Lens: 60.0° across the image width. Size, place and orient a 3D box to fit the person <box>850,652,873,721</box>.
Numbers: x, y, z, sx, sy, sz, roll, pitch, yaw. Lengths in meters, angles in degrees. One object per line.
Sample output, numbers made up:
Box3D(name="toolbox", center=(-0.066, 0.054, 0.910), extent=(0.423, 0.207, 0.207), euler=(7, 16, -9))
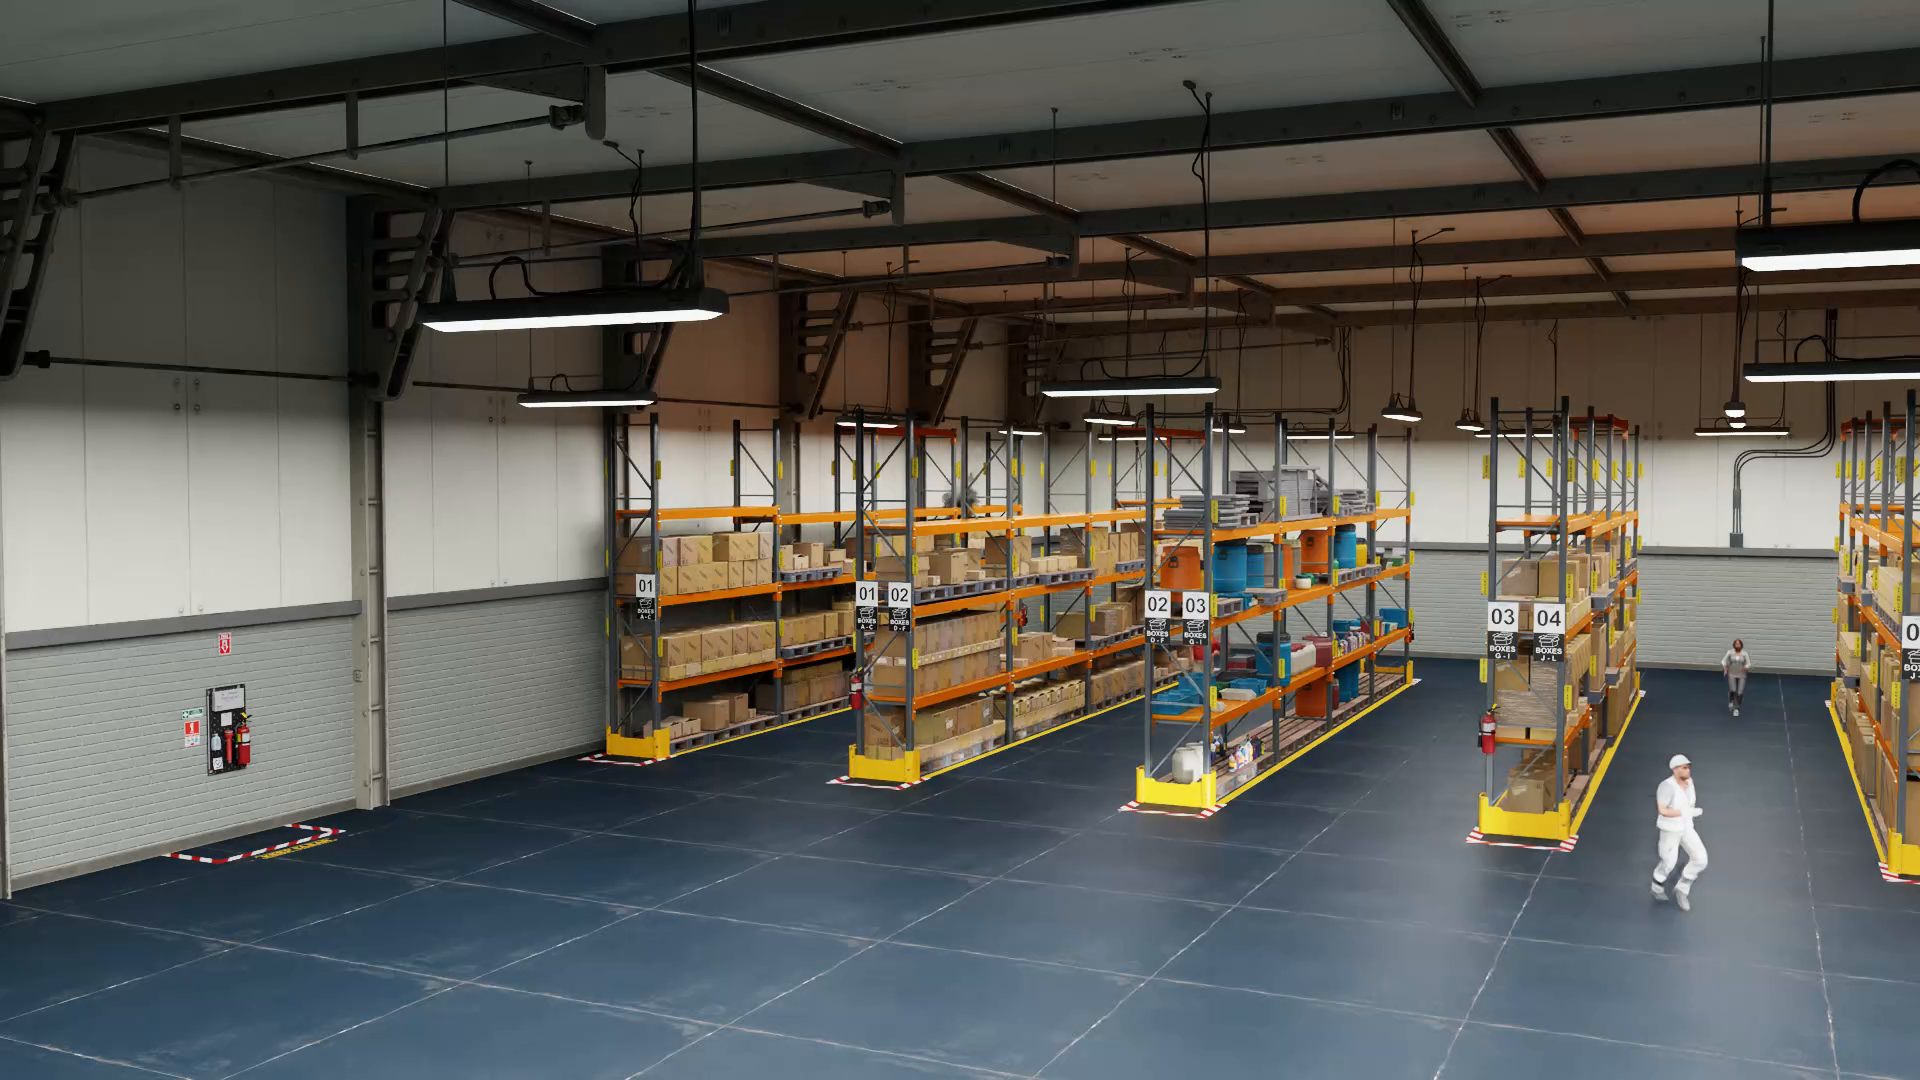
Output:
Box3D(name="person", center=(-1.770, 2.891, 30.814), extent=(0.591, 1.656, 0.550), euler=(0, 2, 9))

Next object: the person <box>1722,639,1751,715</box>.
Box3D(name="person", center=(15.799, 2.796, 33.829), extent=(0.525, 1.562, 0.556), euler=(1, 3, 20))

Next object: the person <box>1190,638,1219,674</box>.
Box3D(name="person", center=(5.117, 2.689, 34.991), extent=(0.648, 1.800, 0.690), euler=(1, 3, 20))

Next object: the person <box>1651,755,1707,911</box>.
Box3D(name="person", center=(8.160, 3.317, 18.906), extent=(0.697, 1.781, 0.801), euler=(-1, 3, -23))
